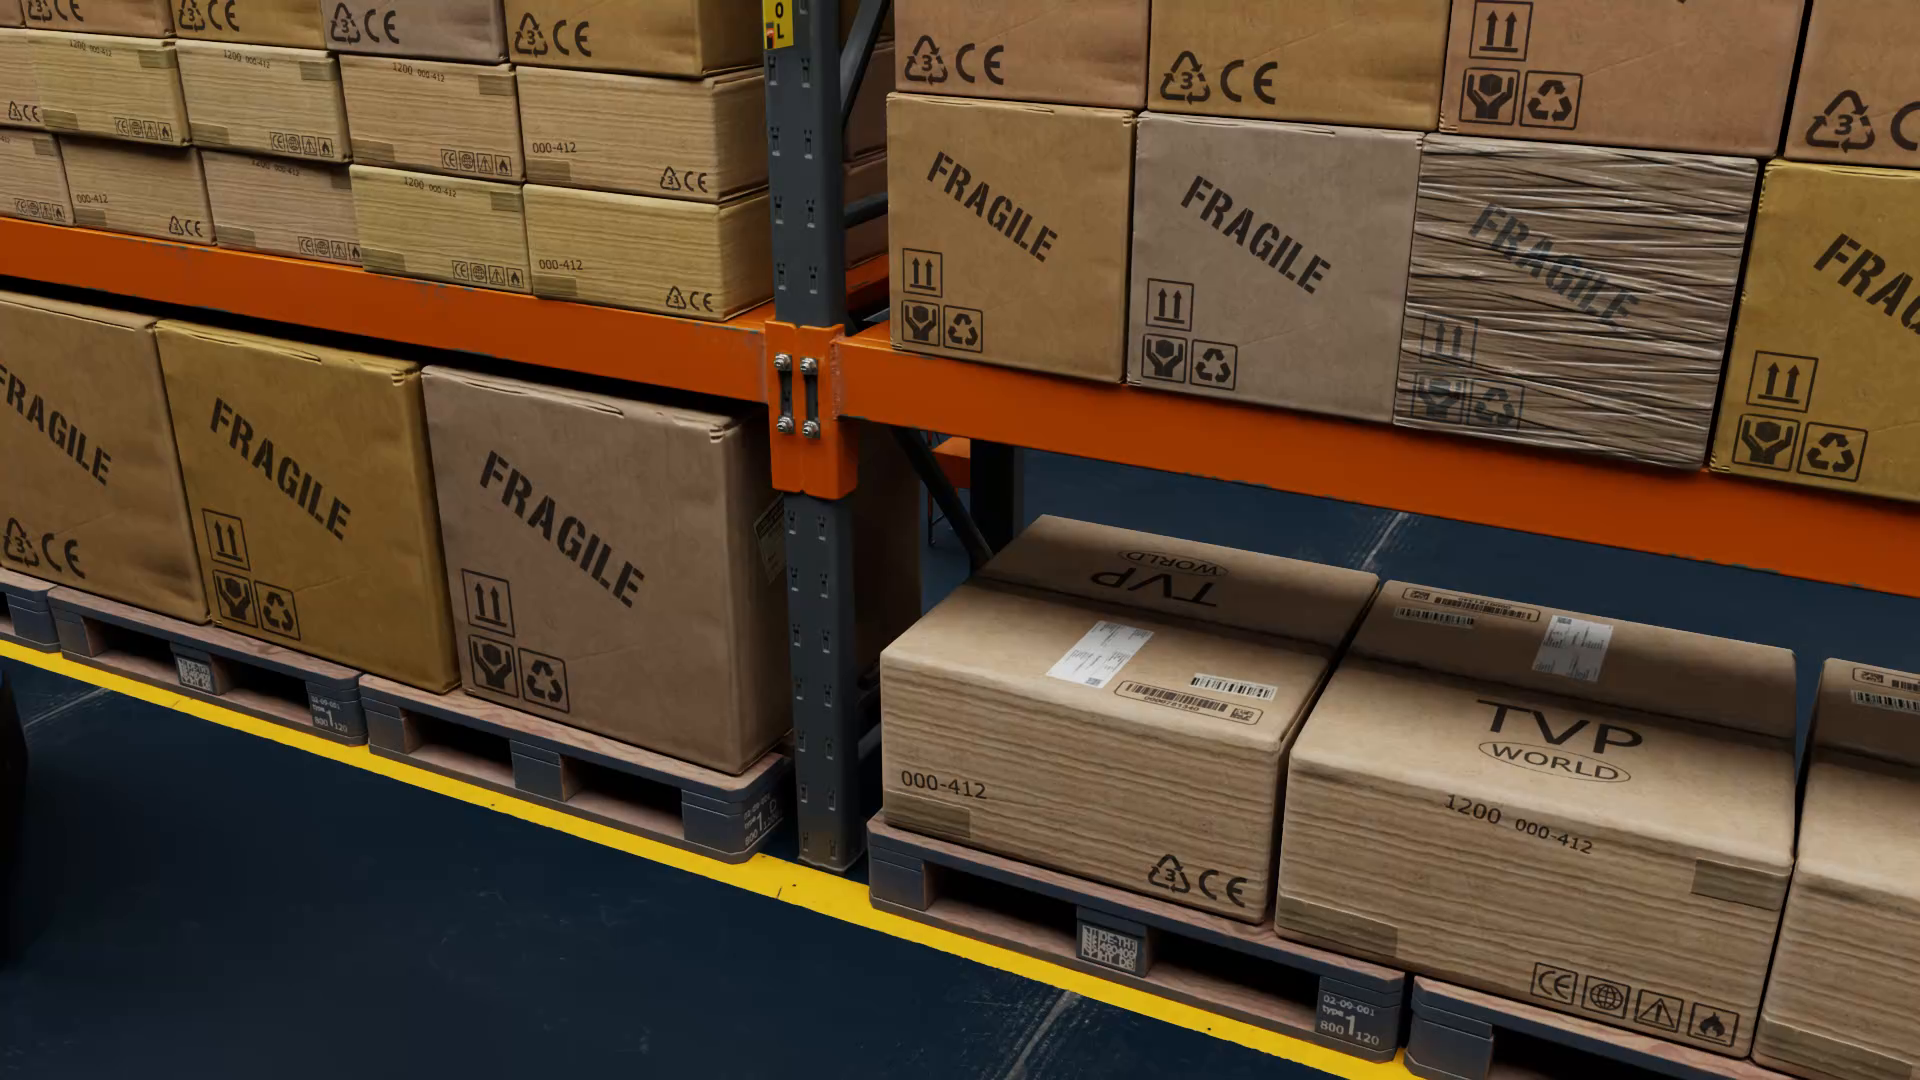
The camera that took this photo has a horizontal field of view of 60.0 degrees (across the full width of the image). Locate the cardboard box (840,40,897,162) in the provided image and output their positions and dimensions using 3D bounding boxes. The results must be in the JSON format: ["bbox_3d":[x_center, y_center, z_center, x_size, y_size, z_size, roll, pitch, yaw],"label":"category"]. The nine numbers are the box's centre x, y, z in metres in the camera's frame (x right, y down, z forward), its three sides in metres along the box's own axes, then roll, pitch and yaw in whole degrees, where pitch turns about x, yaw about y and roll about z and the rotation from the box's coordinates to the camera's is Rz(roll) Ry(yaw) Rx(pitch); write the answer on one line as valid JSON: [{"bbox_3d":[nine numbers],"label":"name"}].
[{"bbox_3d":[-0.369,-1.114,4.089,0.500,0.250,0.500,10,25,23],"label":"cardboard box"}]

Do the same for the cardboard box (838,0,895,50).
[{"bbox_3d":[-0.367,-1.461,3.947,0.500,0.500,0.500,12,26,25],"label":"cardboard box"}]

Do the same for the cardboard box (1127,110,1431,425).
[{"bbox_3d":[0.644,-0.558,3.102,0.500,0.500,0.500,11,26,25],"label":"cardboard box"}]

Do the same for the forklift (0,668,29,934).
[{"bbox_3d":[-3.601,-0.335,2.794,3.031,2.935,1.130,-10,25,-21],"label":"forklift"}]

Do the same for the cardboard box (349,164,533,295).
[{"bbox_3d":[-1.072,-0.789,3.965,0.500,0.250,0.500,11,25,24],"label":"cardboard box"}]

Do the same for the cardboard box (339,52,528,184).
[{"bbox_3d":[-1.056,-1.016,3.860,0.500,0.250,0.500,12,26,26],"label":"cardboard box"}]

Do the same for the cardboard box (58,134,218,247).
[{"bbox_3d":[-1.976,-0.975,4.401,0.500,0.250,0.500,11,25,25],"label":"cardboard box"}]

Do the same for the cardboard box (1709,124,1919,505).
[{"bbox_3d":[1.545,-0.377,2.676,0.500,0.500,0.500,12,26,26],"label":"cardboard box"}]

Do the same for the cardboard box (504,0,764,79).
[{"bbox_3d":[-0.616,-1.274,3.508,0.500,0.500,0.500,12,26,26],"label":"cardboard box"}]

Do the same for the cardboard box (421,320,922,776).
[{"bbox_3d":[-0.693,-0.074,4.269,0.875,0.875,0.875,12,26,26],"label":"cardboard box"}]

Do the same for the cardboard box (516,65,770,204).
[{"bbox_3d":[-0.607,-0.931,3.659,0.500,0.250,0.500,11,25,24],"label":"cardboard box"}]

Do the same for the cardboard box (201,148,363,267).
[{"bbox_3d":[-1.513,-0.885,4.190,0.500,0.250,0.500,10,25,23],"label":"cardboard box"}]

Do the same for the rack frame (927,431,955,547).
[{"bbox_3d":[-0.061,-0.495,5.573,0.008,1.050,0.200,11,25,25],"label":"rack frame"}]

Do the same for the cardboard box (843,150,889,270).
[{"bbox_3d":[-0.377,-0.878,4.173,0.500,0.250,0.500,11,25,23],"label":"cardboard box"}]

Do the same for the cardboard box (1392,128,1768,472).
[{"bbox_3d":[1.085,-0.468,2.890,0.500,0.500,0.500,11,26,25],"label":"cardboard box"}]

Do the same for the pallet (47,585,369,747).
[{"bbox_3d":[-1.919,0.182,5.053,1.213,0.211,1.003,11,25,25],"label":"pallet"}]

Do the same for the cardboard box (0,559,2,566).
[{"bbox_3d":[-3.095,-0.548,5.383,0.875,0.875,0.875,11,25,24],"label":"cardboard box"}]

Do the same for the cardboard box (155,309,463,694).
[{"bbox_3d":[-1.503,-0.231,4.638,0.875,0.875,0.875,12,26,26],"label":"cardboard box"}]

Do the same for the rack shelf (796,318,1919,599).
[{"bbox_3d":[1.681,-0.093,3.054,4.000,0.370,1.077,11,25,25],"label":"rack shelf"}]

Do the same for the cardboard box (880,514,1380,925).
[{"bbox_3d":[0.408,0.357,3.814,0.875,0.438,0.875,11,25,24],"label":"cardboard box"}]

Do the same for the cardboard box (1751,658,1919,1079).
[{"bbox_3d":[2.011,0.675,3.067,0.875,0.438,0.875,12,26,26],"label":"cardboard box"}]

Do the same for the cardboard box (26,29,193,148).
[{"bbox_3d":[-1.986,-1.190,4.269,0.500,0.250,0.500,12,26,25],"label":"cardboard box"}]

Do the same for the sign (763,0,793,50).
[{"bbox_3d":[-0.340,-1.082,3.083,0.005,0.325,0.100,11,25,25],"label":"sign"}]

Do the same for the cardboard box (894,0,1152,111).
[{"bbox_3d":[0.212,-1.114,3.132,0.500,0.500,0.500,11,26,25],"label":"cardboard box"}]

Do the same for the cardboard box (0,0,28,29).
[{"bbox_3d":[-2.442,-1.636,4.358,0.500,0.500,0.500,12,26,26],"label":"cardboard box"}]

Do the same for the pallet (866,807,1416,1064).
[{"bbox_3d":[0.540,0.668,3.909,1.213,0.211,1.003,11,25,25],"label":"pallet"}]

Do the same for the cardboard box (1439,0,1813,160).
[{"bbox_3d":[1.112,-0.928,2.695,0.500,0.500,0.500,12,26,26],"label":"cardboard box"}]

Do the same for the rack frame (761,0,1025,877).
[{"bbox_3d":[-0.104,-0.777,3.744,0.127,3.000,1.000,11,25,25],"label":"rack frame"}]

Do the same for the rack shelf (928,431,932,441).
[{"bbox_3d":[0.048,-0.464,5.526,0.240,0.259,0.215,11,25,25],"label":"rack shelf"}]

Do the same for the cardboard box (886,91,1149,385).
[{"bbox_3d":[0.197,-0.648,3.314,0.500,0.500,0.500,12,26,26],"label":"cardboard box"}]

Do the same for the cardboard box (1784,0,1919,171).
[{"bbox_3d":[1.561,-0.839,2.484,0.500,0.500,0.500,11,25,24],"label":"cardboard box"}]

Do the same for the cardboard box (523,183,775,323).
[{"bbox_3d":[-0.618,-0.699,3.752,0.500,0.250,0.500,11,25,23],"label":"cardboard box"}]

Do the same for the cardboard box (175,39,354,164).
[{"bbox_3d":[-1.521,-1.106,4.070,0.500,0.250,0.500,12,26,26],"label":"cardboard box"}]

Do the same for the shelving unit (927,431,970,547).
[{"bbox_3d":[0.048,-0.474,5.522,0.252,1.050,0.215,11,25,25],"label":"shelving unit"}]

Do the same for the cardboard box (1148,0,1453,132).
[{"bbox_3d":[0.660,-1.023,2.917,0.500,0.500,0.500,11,25,24],"label":"cardboard box"}]

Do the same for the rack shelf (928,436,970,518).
[{"bbox_3d":[0.048,-0.208,5.635,0.240,0.259,0.215,11,25,25],"label":"rack shelf"}]

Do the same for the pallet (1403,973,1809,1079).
[{"bbox_3d":[1.632,0.883,3.404,1.213,0.211,1.003,11,25,25],"label":"pallet"}]

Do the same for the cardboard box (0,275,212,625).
[{"bbox_3d":[-2.300,-0.389,5.009,0.875,0.875,0.875,12,26,25],"label":"cardboard box"}]

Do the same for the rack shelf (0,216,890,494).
[{"bbox_3d":[-1.889,-0.799,4.715,4.000,0.370,1.077,11,25,25],"label":"rack shelf"}]

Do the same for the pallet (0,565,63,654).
[{"bbox_3d":[-3.004,-0.034,5.561,1.213,0.211,1.003,11,25,25],"label":"pallet"}]

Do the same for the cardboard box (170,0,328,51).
[{"bbox_3d":[-1.524,-1.459,3.943,0.500,0.500,0.500,12,26,26],"label":"cardboard box"}]

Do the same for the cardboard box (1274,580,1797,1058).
[{"bbox_3d":[1.207,0.515,3.443,0.875,0.438,0.875,10,25,23],"label":"cardboard box"}]

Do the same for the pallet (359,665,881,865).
[{"bbox_3d":[-0.826,0.397,4.548,1.213,0.211,1.003,11,25,25],"label":"pallet"}]

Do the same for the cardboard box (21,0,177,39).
[{"bbox_3d":[-1.993,-1.545,4.146,0.500,0.500,0.500,12,26,25],"label":"cardboard box"}]

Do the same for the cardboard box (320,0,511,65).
[{"bbox_3d":[-1.081,-1.363,3.717,0.500,0.500,0.500,12,26,26],"label":"cardboard box"}]

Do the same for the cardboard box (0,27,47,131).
[{"bbox_3d":[-2.433,-1.284,4.490,0.500,0.250,0.500,11,25,24],"label":"cardboard box"}]

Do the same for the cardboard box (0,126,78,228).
[{"bbox_3d":[-2.418,-1.061,4.603,0.500,0.250,0.500,12,26,26],"label":"cardboard box"}]
